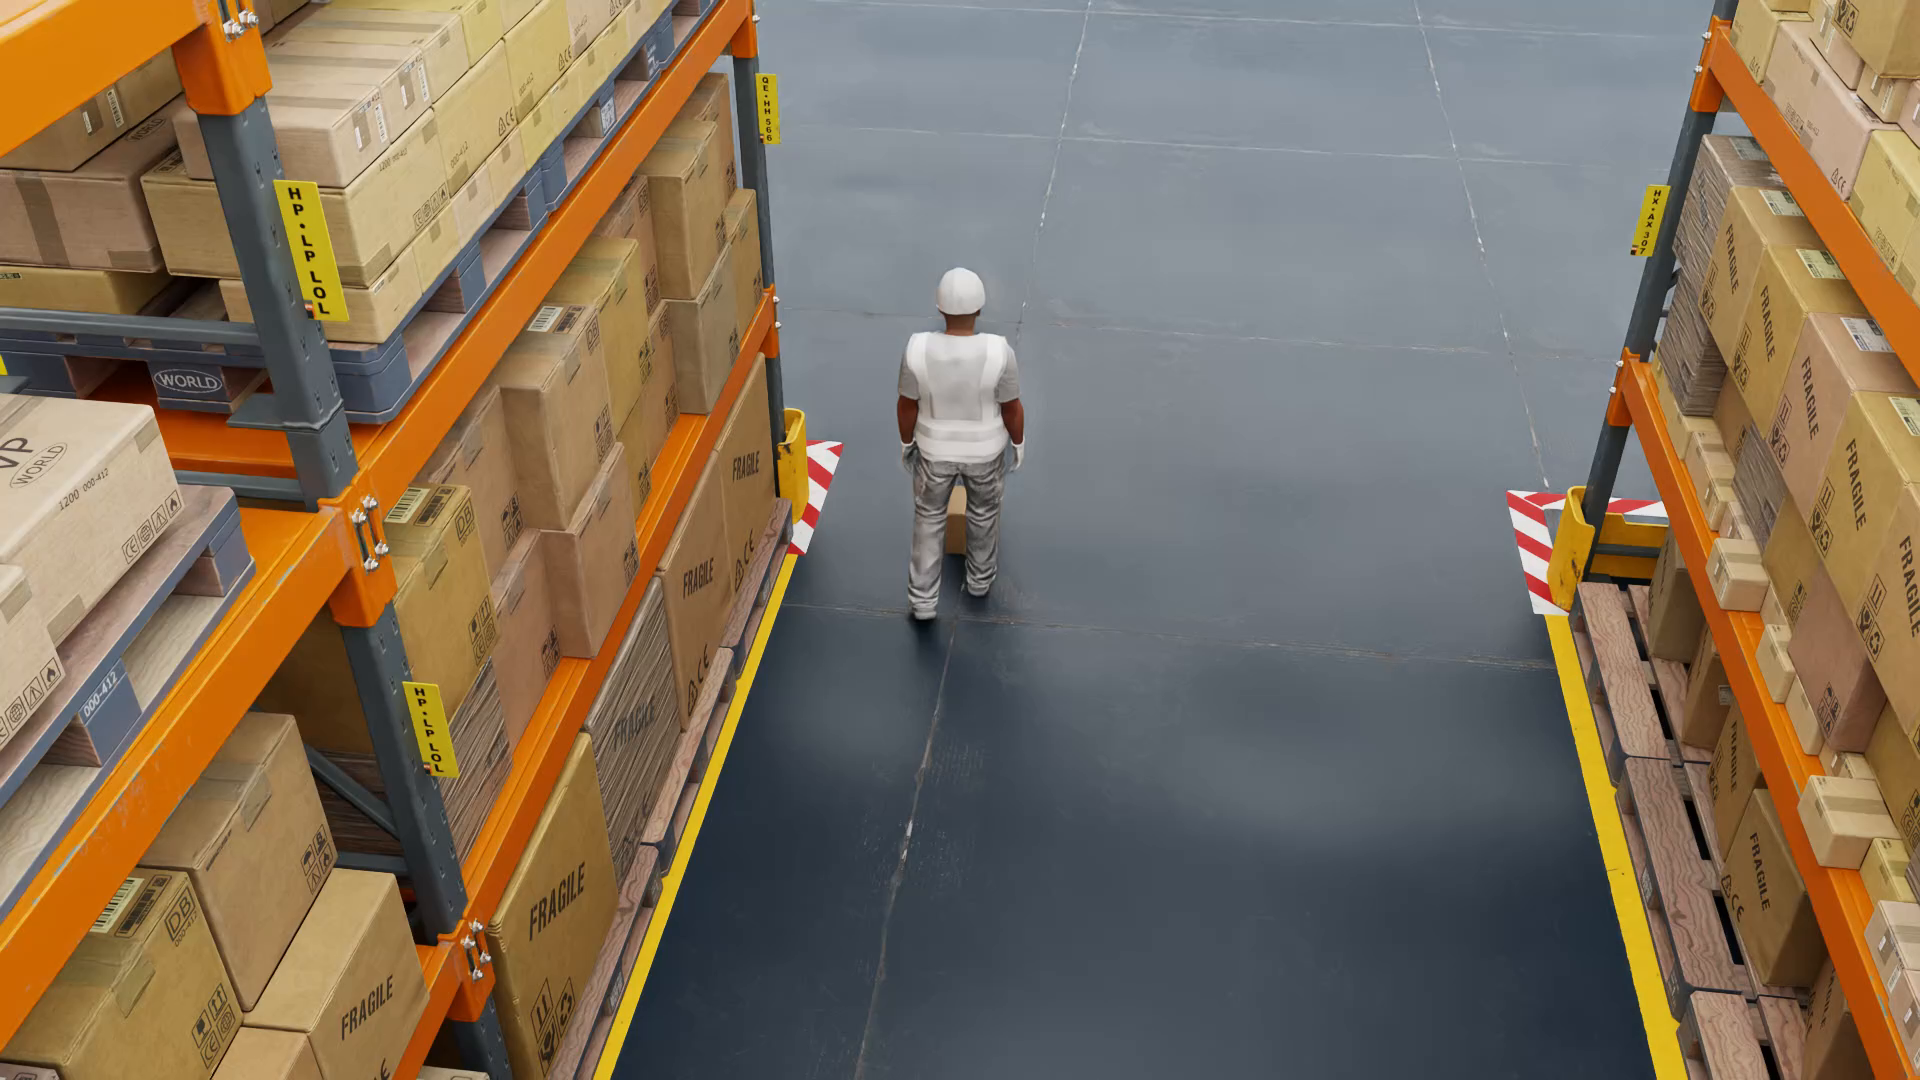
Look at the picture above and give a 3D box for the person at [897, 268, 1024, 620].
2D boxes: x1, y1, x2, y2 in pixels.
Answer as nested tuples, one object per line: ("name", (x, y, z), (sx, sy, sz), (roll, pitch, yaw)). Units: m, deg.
("person", (0.011, -0.440, 7.633), (0.571, 1.803, 0.618), (4, 36, 6))
